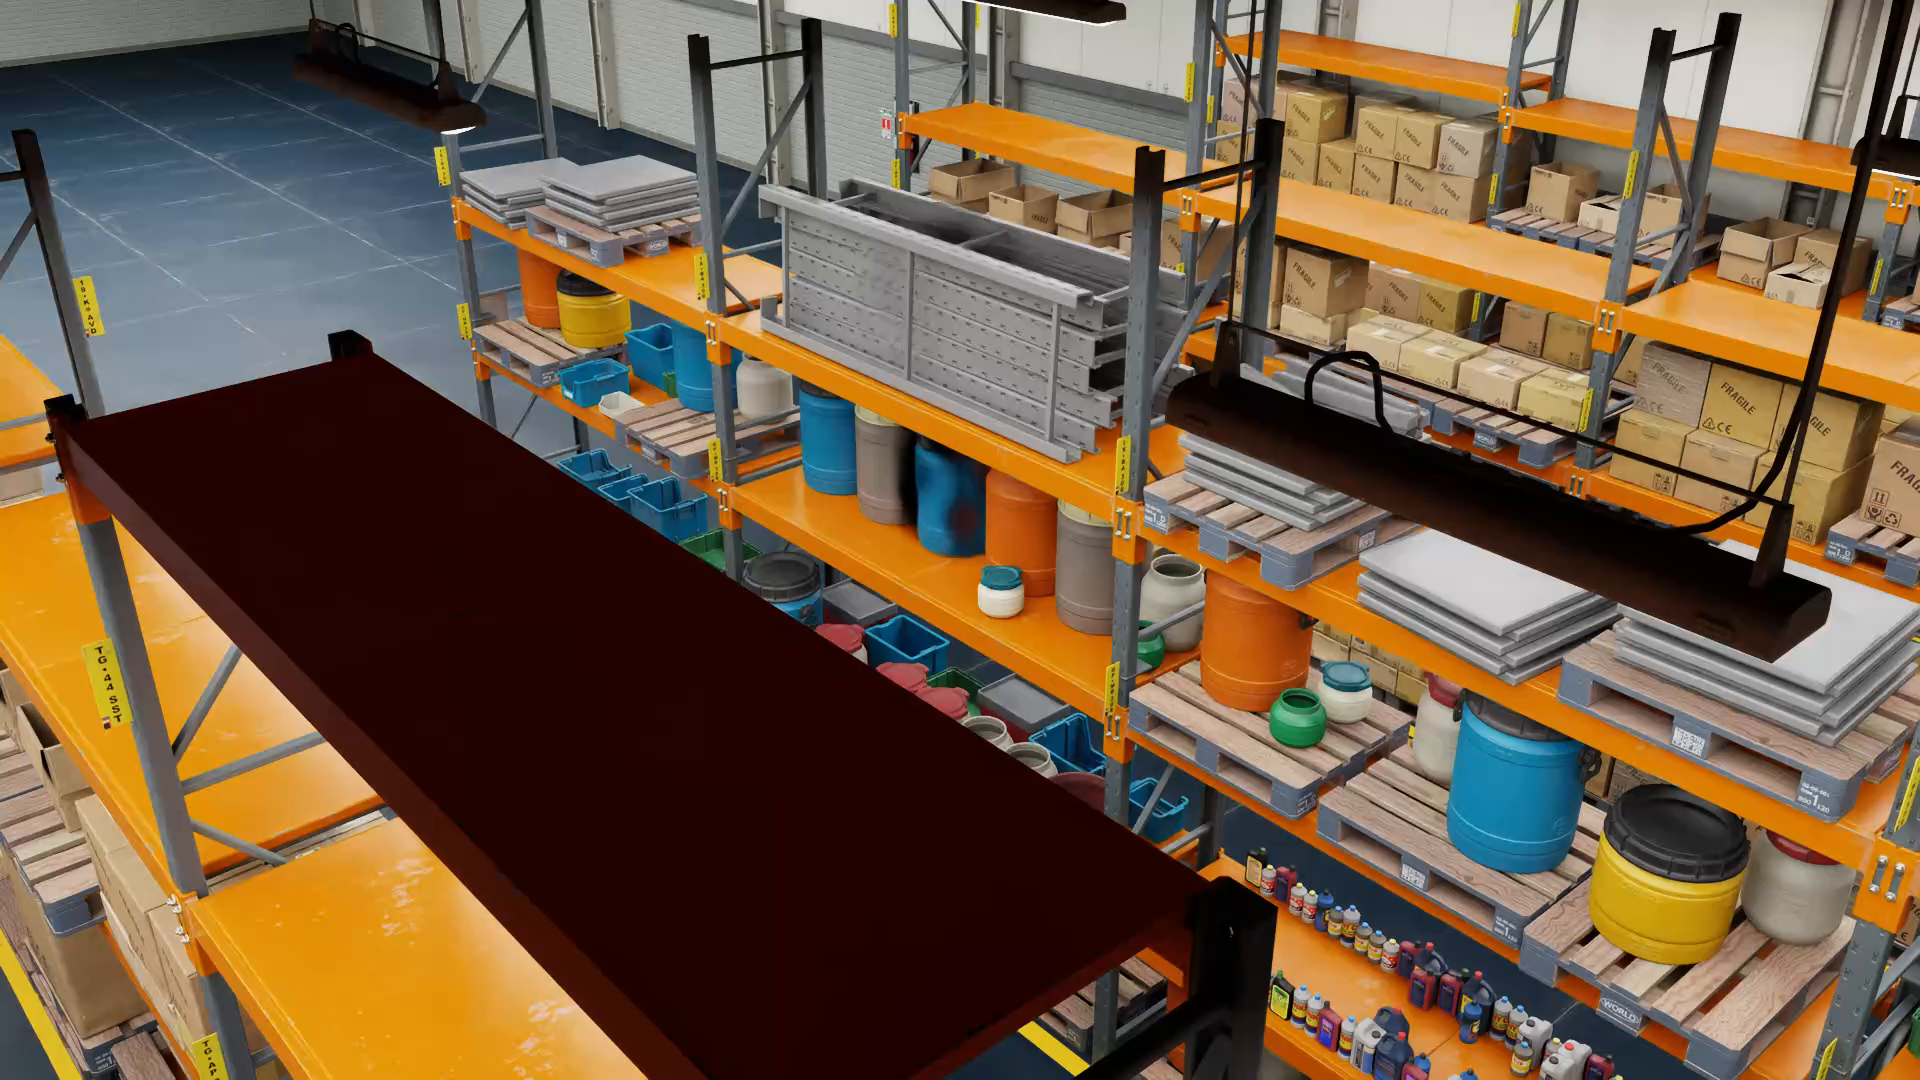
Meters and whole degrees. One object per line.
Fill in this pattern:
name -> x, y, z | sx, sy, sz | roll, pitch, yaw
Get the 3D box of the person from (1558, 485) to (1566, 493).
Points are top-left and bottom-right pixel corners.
person -> 5.640, 0.214, 15.421 | 0.558, 1.604, 0.800 | -20, 33, -33
